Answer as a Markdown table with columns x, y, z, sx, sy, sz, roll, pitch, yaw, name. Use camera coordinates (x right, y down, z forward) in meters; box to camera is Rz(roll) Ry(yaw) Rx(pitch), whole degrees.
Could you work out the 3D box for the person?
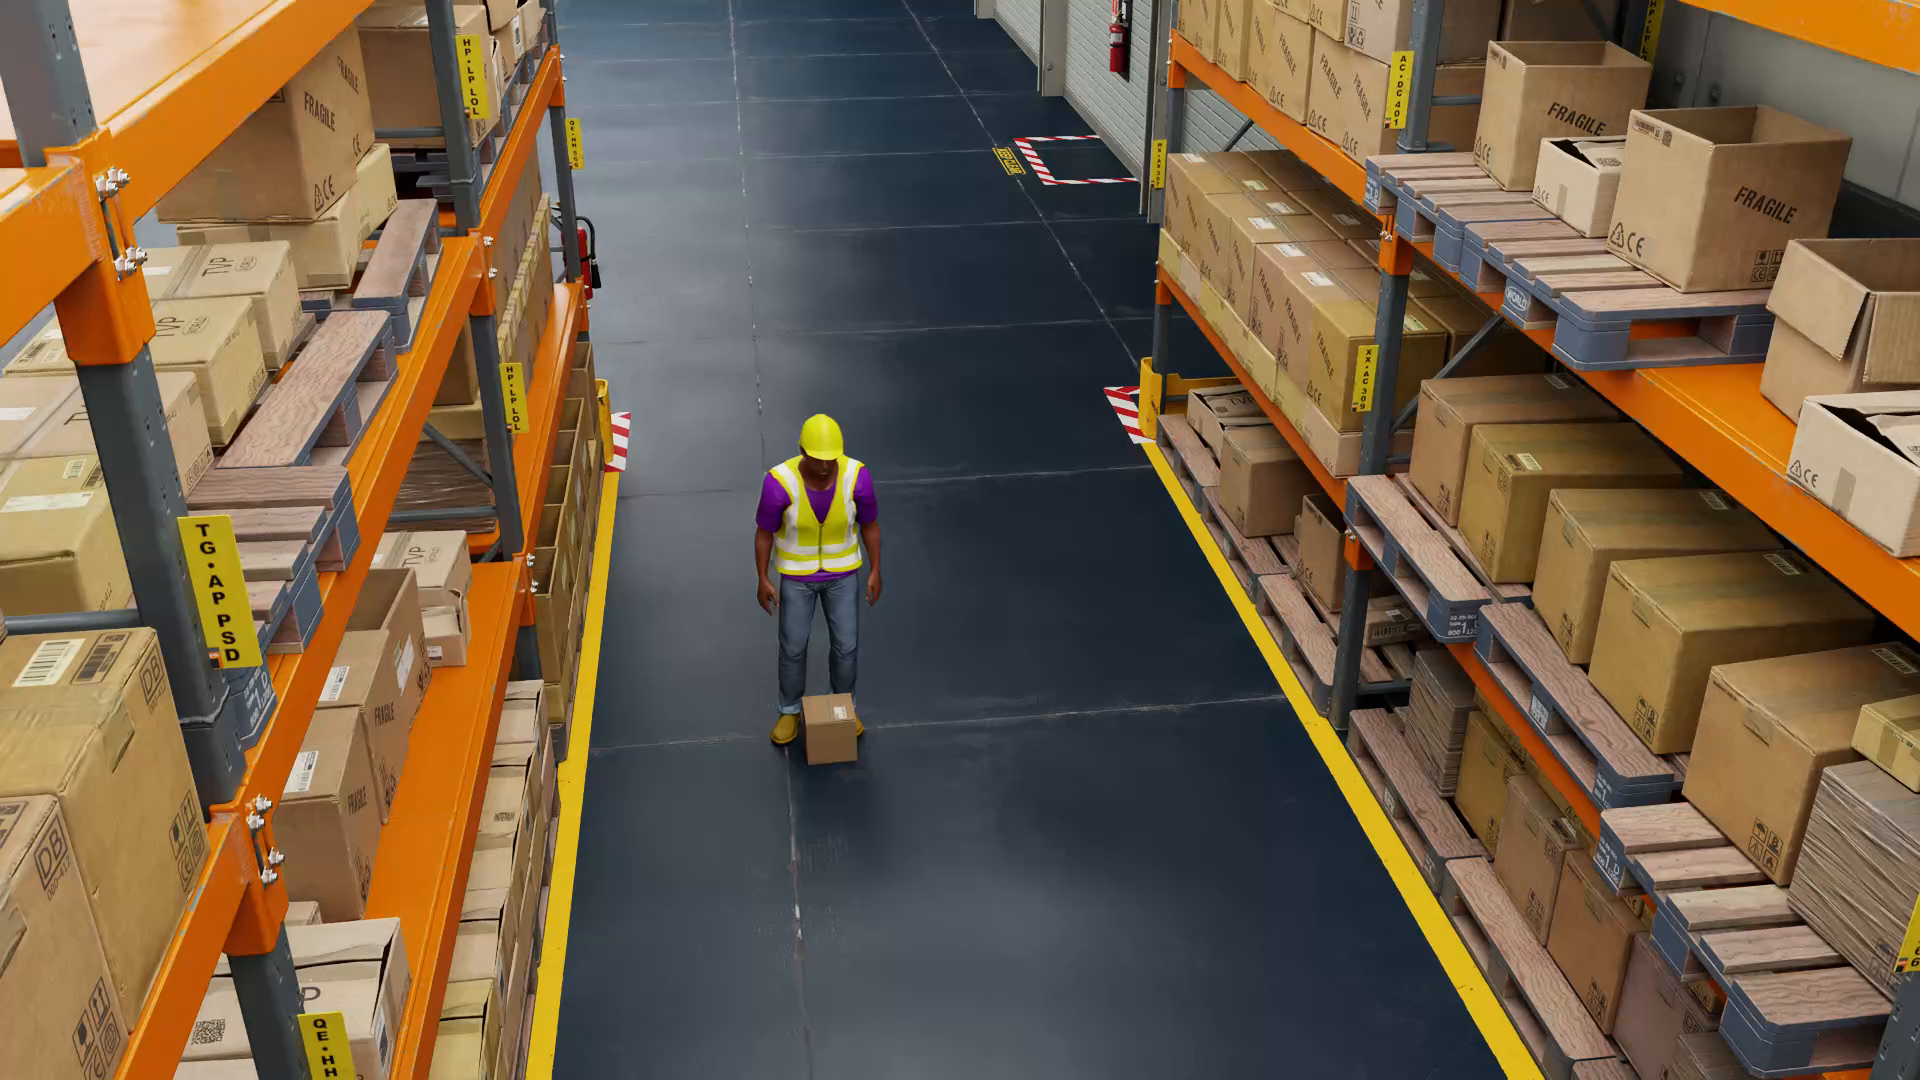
| x | y | z | sx | sy | sz | roll | pitch | yaw | name |
| --- | --- | --- | --- | --- | --- | --- | --- | --- | --- |
| -0.695 | 0.180 | 8.246 | 0.632 | 1.759 | 0.461 | -5 | 27 | -10 | person |
